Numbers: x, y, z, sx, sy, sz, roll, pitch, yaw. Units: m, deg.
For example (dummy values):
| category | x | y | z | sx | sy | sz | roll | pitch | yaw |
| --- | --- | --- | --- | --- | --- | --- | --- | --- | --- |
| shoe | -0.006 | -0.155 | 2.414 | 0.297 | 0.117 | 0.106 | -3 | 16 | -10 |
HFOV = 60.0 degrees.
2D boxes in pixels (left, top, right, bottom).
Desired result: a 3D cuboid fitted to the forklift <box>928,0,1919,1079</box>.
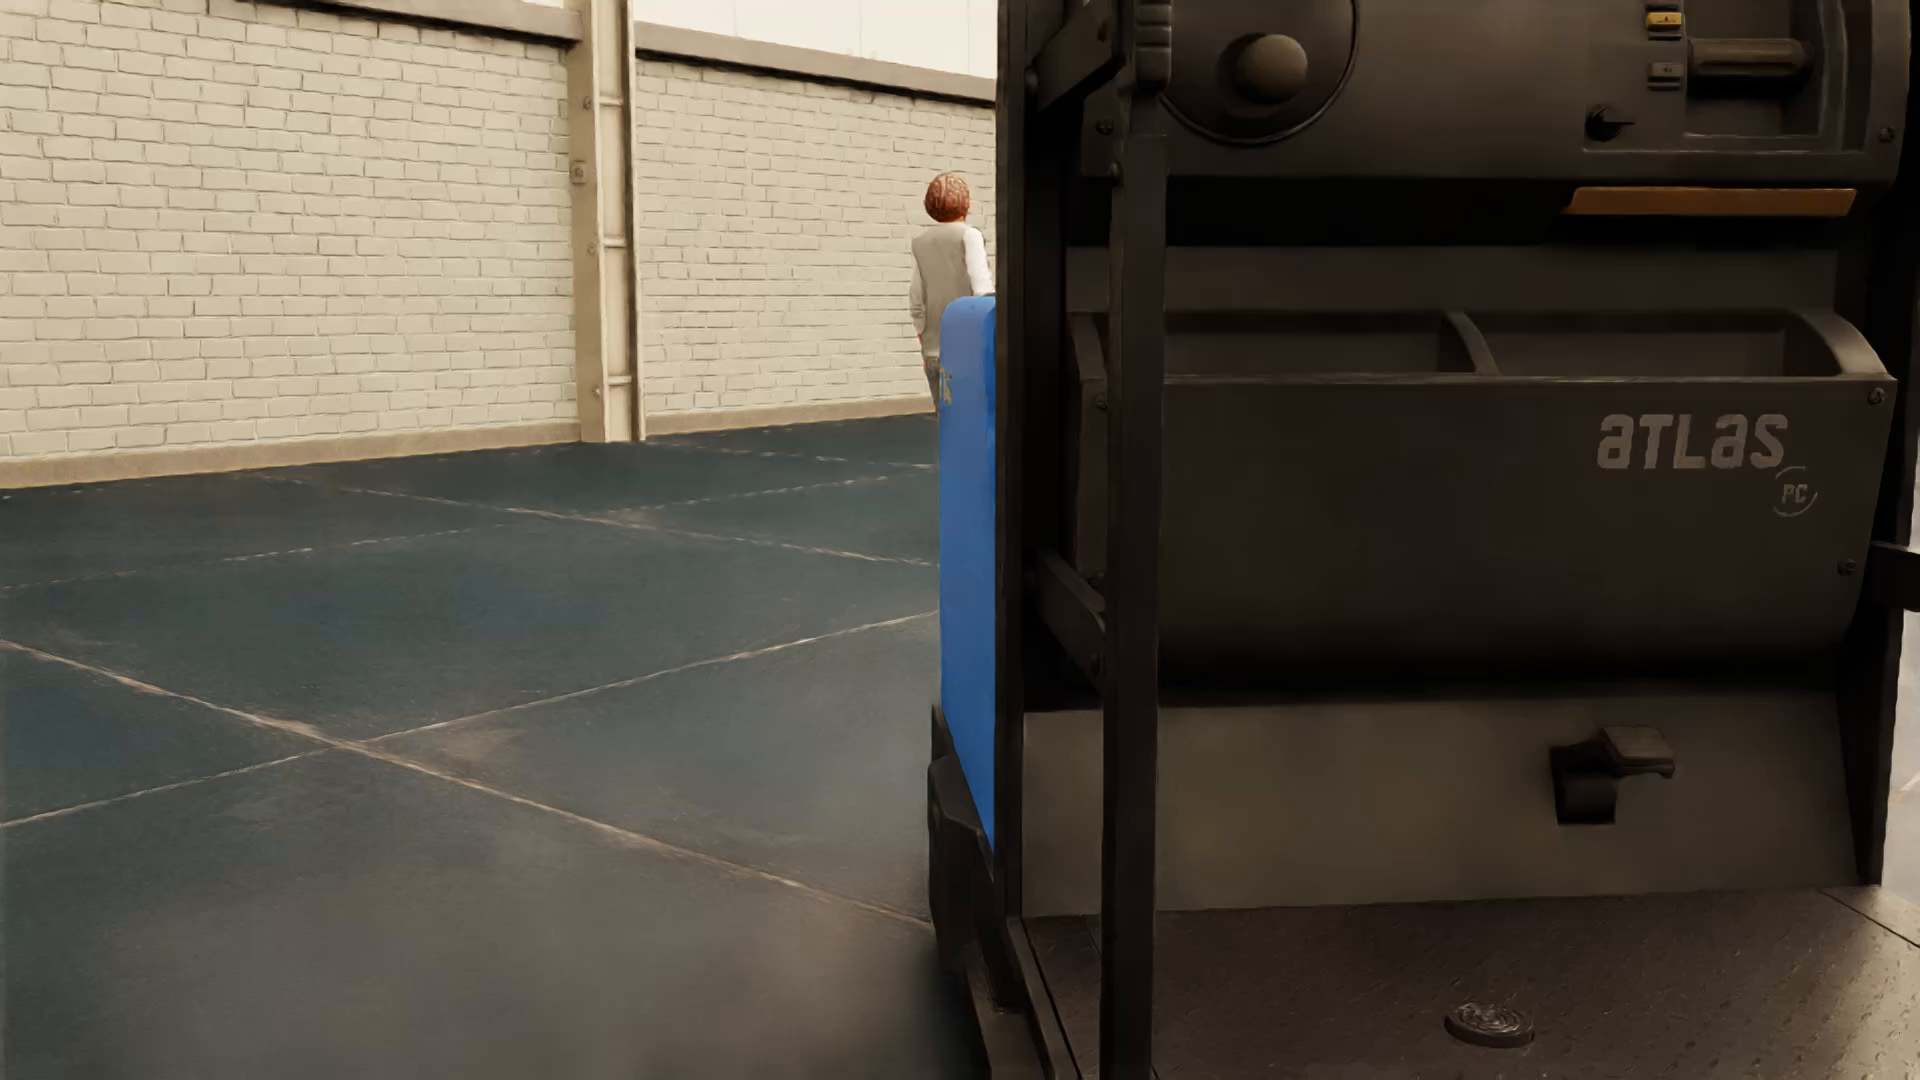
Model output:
| category | x | y | z | sx | sy | sz | roll | pitch | yaw |
| --- | --- | --- | --- | --- | --- | --- | --- | --- | --- |
| forklift | 0.610 | -0.635 | 1.622 | 1.130 | 2.935 | 3.031 | -1 | 8 | -6 |

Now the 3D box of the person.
| category | x | y | z | sx | sy | sz | roll | pitch | yaw |
| --- | --- | --- | --- | --- | --- | --- | --- | --- | --- |
| person | 0.057 | -0.804 | 7.337 | 0.521 | 1.597 | 0.474 | 7 | 11 | 38 |
